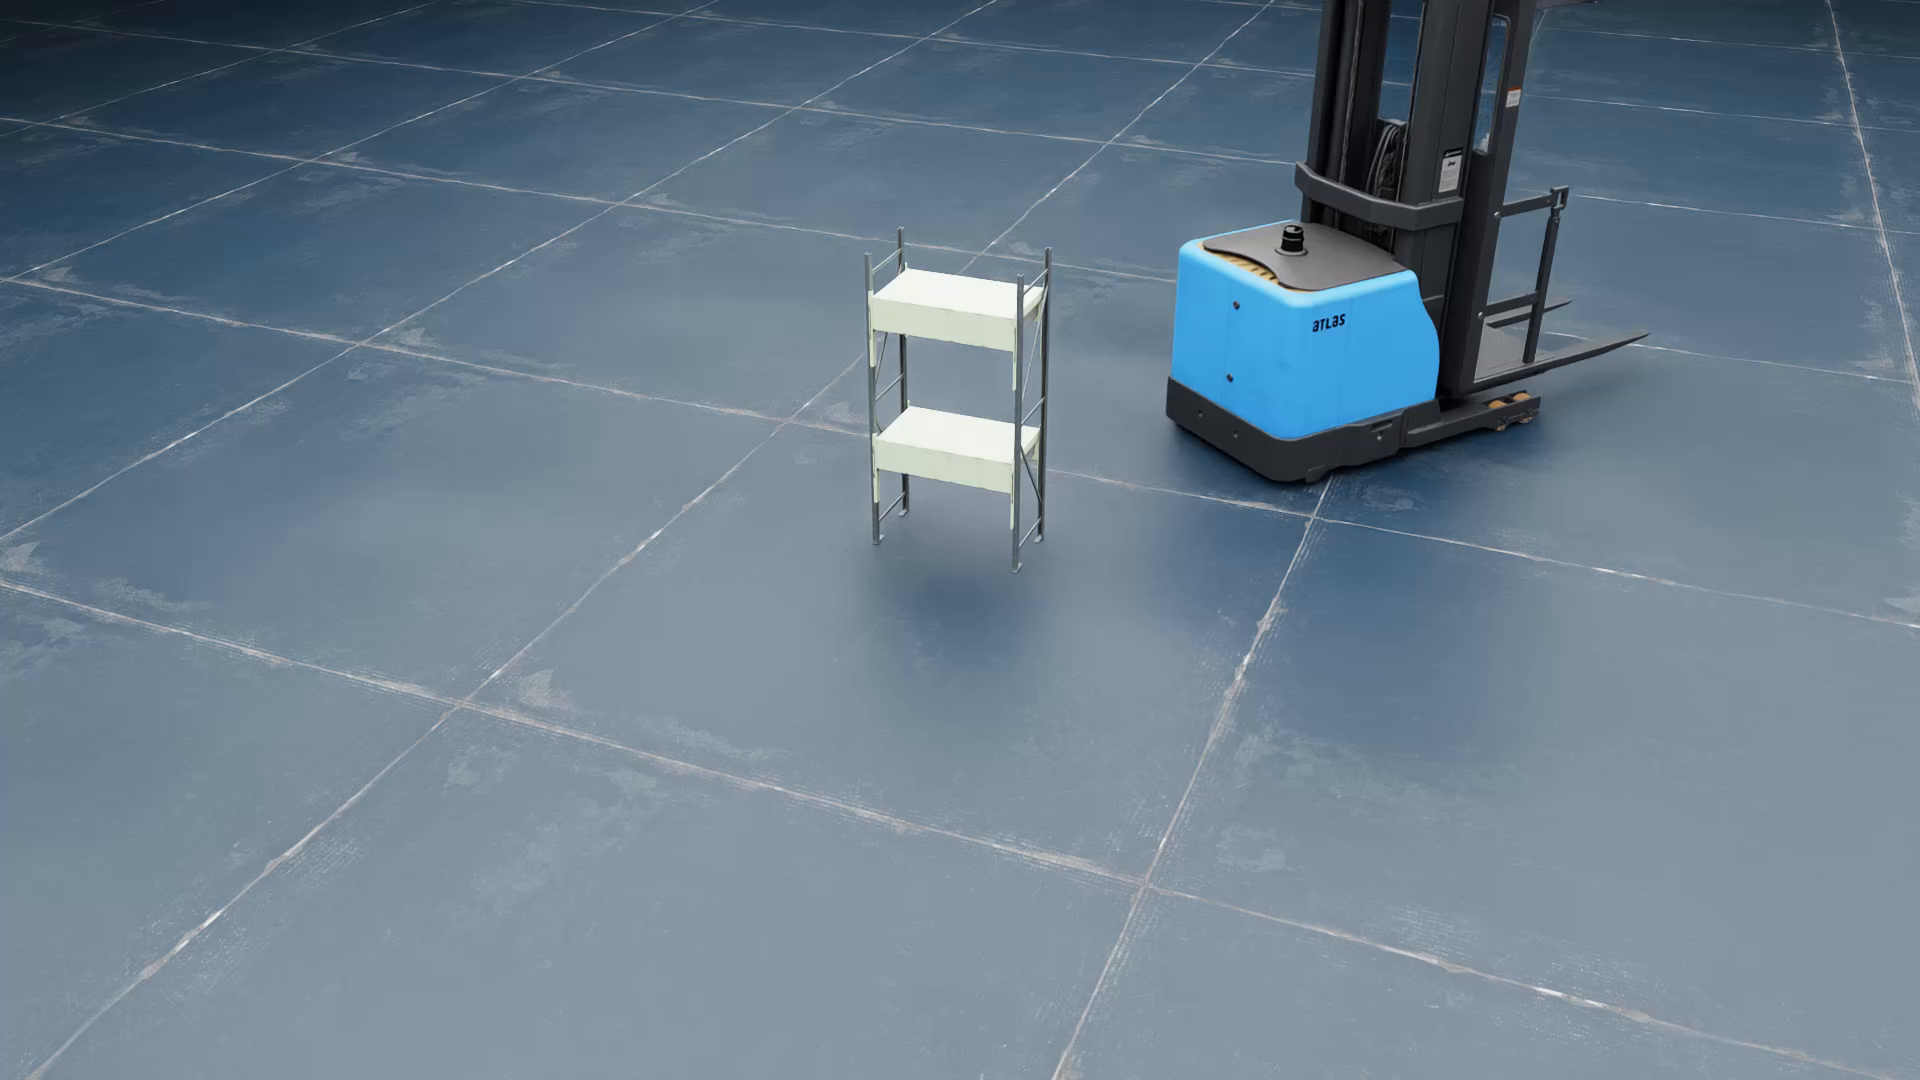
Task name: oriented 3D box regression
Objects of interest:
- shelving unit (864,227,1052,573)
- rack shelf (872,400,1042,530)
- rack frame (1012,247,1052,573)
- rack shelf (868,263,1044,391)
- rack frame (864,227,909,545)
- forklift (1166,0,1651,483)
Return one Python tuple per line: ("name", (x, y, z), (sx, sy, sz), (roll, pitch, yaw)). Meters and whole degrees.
("shelving unit", (-0.006, -0.654, 7.883), (0.755, 1.500, 0.431), (11, 31, 19))
("rack shelf", (-0.006, -0.370, 8.044), (0.720, 0.370, 0.431), (11, 31, 19))
("rack frame", (0.333, -0.586, 7.763), (0.023, 1.500, 0.400), (11, 31, 19))
("rack shelf", (-0.006, -0.994, 7.691), (0.720, 0.370, 0.431), (11, 31, 19))
("rack frame", (-0.345, -0.722, 8.003), (0.023, 1.500, 0.400), (11, 31, 19))
("forklift", (2.689, -2.097, 8.980), (3.031, 2.935, 1.130), (-16, 33, -26))
